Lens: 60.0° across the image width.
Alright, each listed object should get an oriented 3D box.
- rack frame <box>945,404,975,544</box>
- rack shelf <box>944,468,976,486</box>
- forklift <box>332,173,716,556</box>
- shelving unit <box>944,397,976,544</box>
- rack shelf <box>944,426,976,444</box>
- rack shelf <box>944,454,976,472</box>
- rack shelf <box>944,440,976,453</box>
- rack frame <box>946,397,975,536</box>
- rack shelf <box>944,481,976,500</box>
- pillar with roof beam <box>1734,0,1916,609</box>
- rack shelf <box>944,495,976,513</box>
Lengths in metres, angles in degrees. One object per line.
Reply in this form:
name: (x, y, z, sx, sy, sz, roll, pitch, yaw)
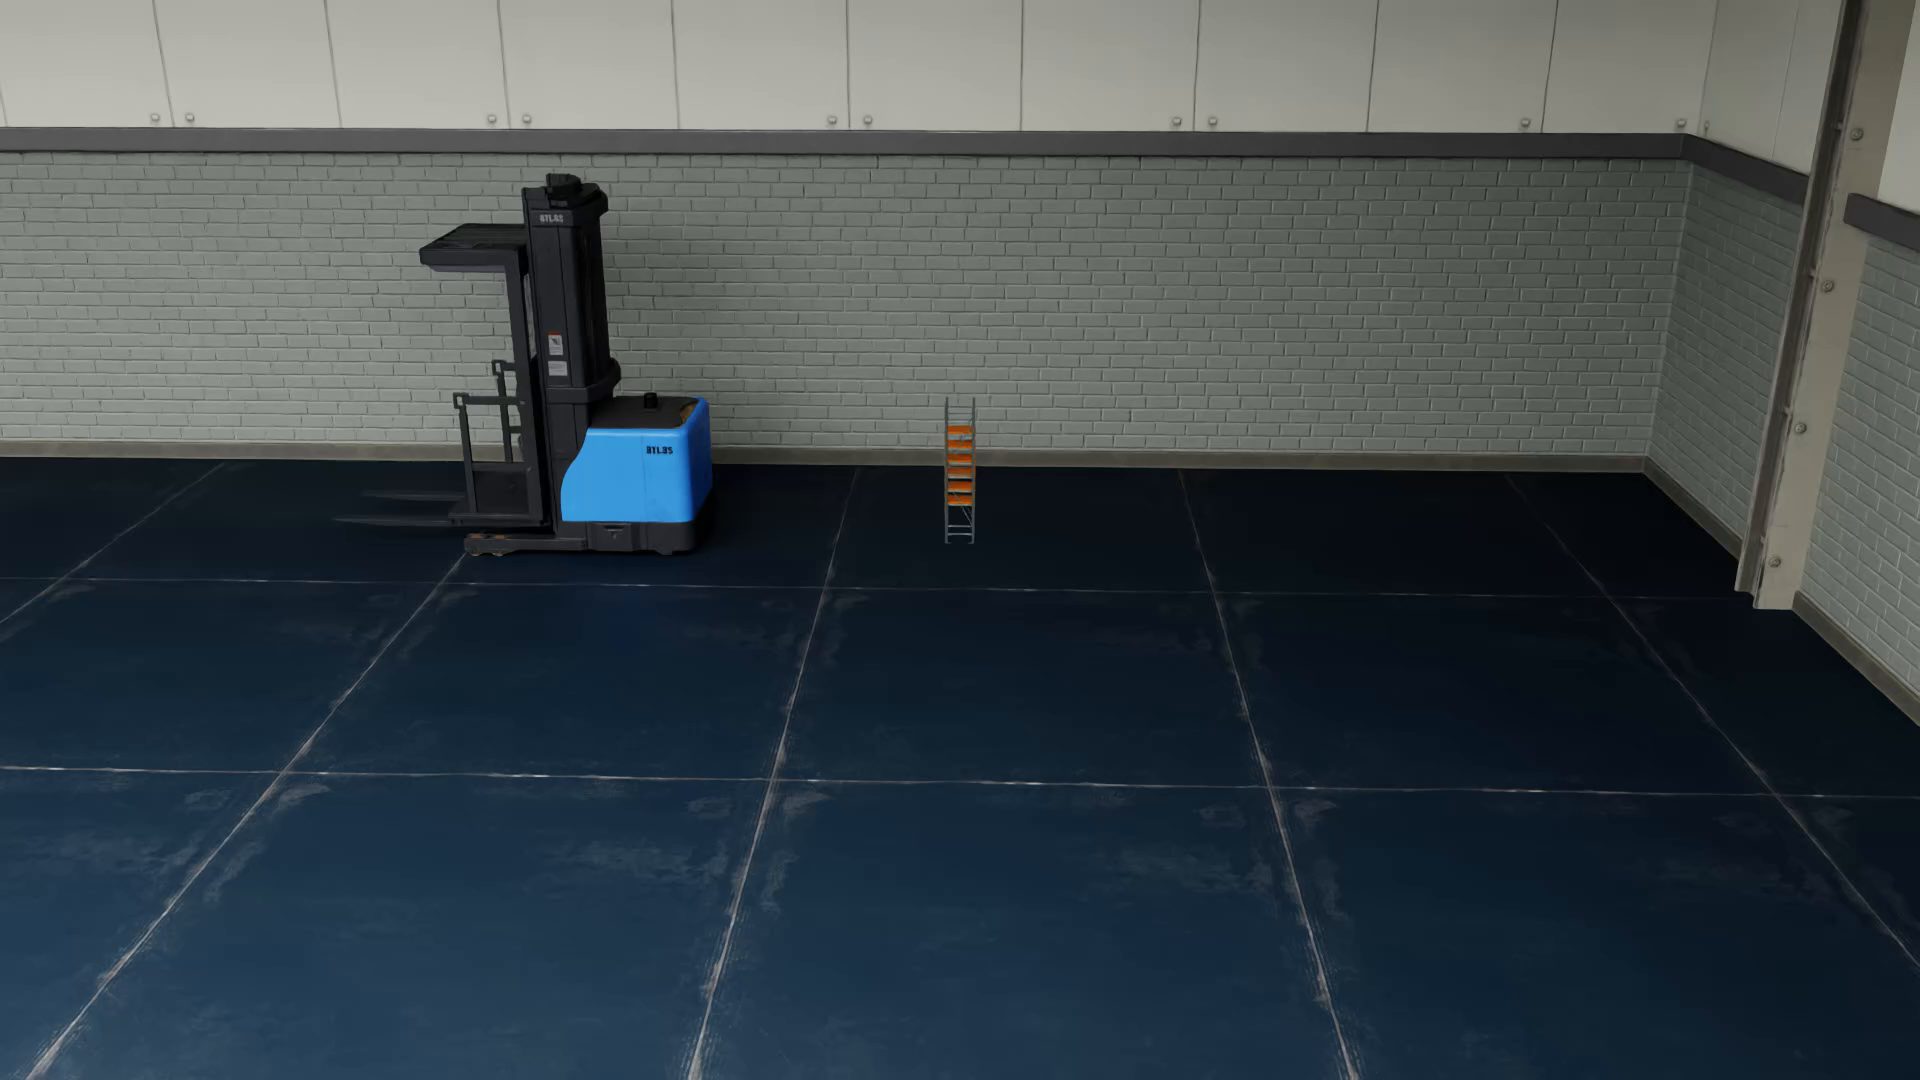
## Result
rack frame: (-0.002, -0.532, 13.533, 0.240, 1.200, 0.006, 1, 21, 2)
rack shelf: (0.000, -0.523, 13.635, 0.258, 0.103, 0.180, 1, 21, 2)
forklift: (-3.627, -1.425, 13.444, 3.031, 2.935, 1.130, 1, 21, 2)
shelving unit: (0.000, -0.565, 13.619, 0.258, 1.200, 0.189, 1, 21, 2)
rack shelf: (0.000, -0.859, 13.505, 0.258, 0.103, 0.180, 1, 21, 2)
rack shelf: (0.000, -0.635, 13.591, 0.258, 0.103, 0.180, 1, 21, 2)
rack shelf: (0.000, -0.747, 13.548, 0.258, 0.103, 0.180, 1, 21, 2)
rack frame: (0.003, -0.598, 13.704, 0.240, 1.200, 0.006, 1, 21, 2)
rack shelf: (0.000, -0.411, 13.678, 0.258, 0.103, 0.180, 1, 21, 2)
pillar with roof beam: (1.827, -3.795, 11.162, 9.100, 9.000, 0.400, 1, 21, 2)
rack shelf: (0.000, -0.299, 13.722, 0.258, 0.103, 0.180, 1, 21, 2)
